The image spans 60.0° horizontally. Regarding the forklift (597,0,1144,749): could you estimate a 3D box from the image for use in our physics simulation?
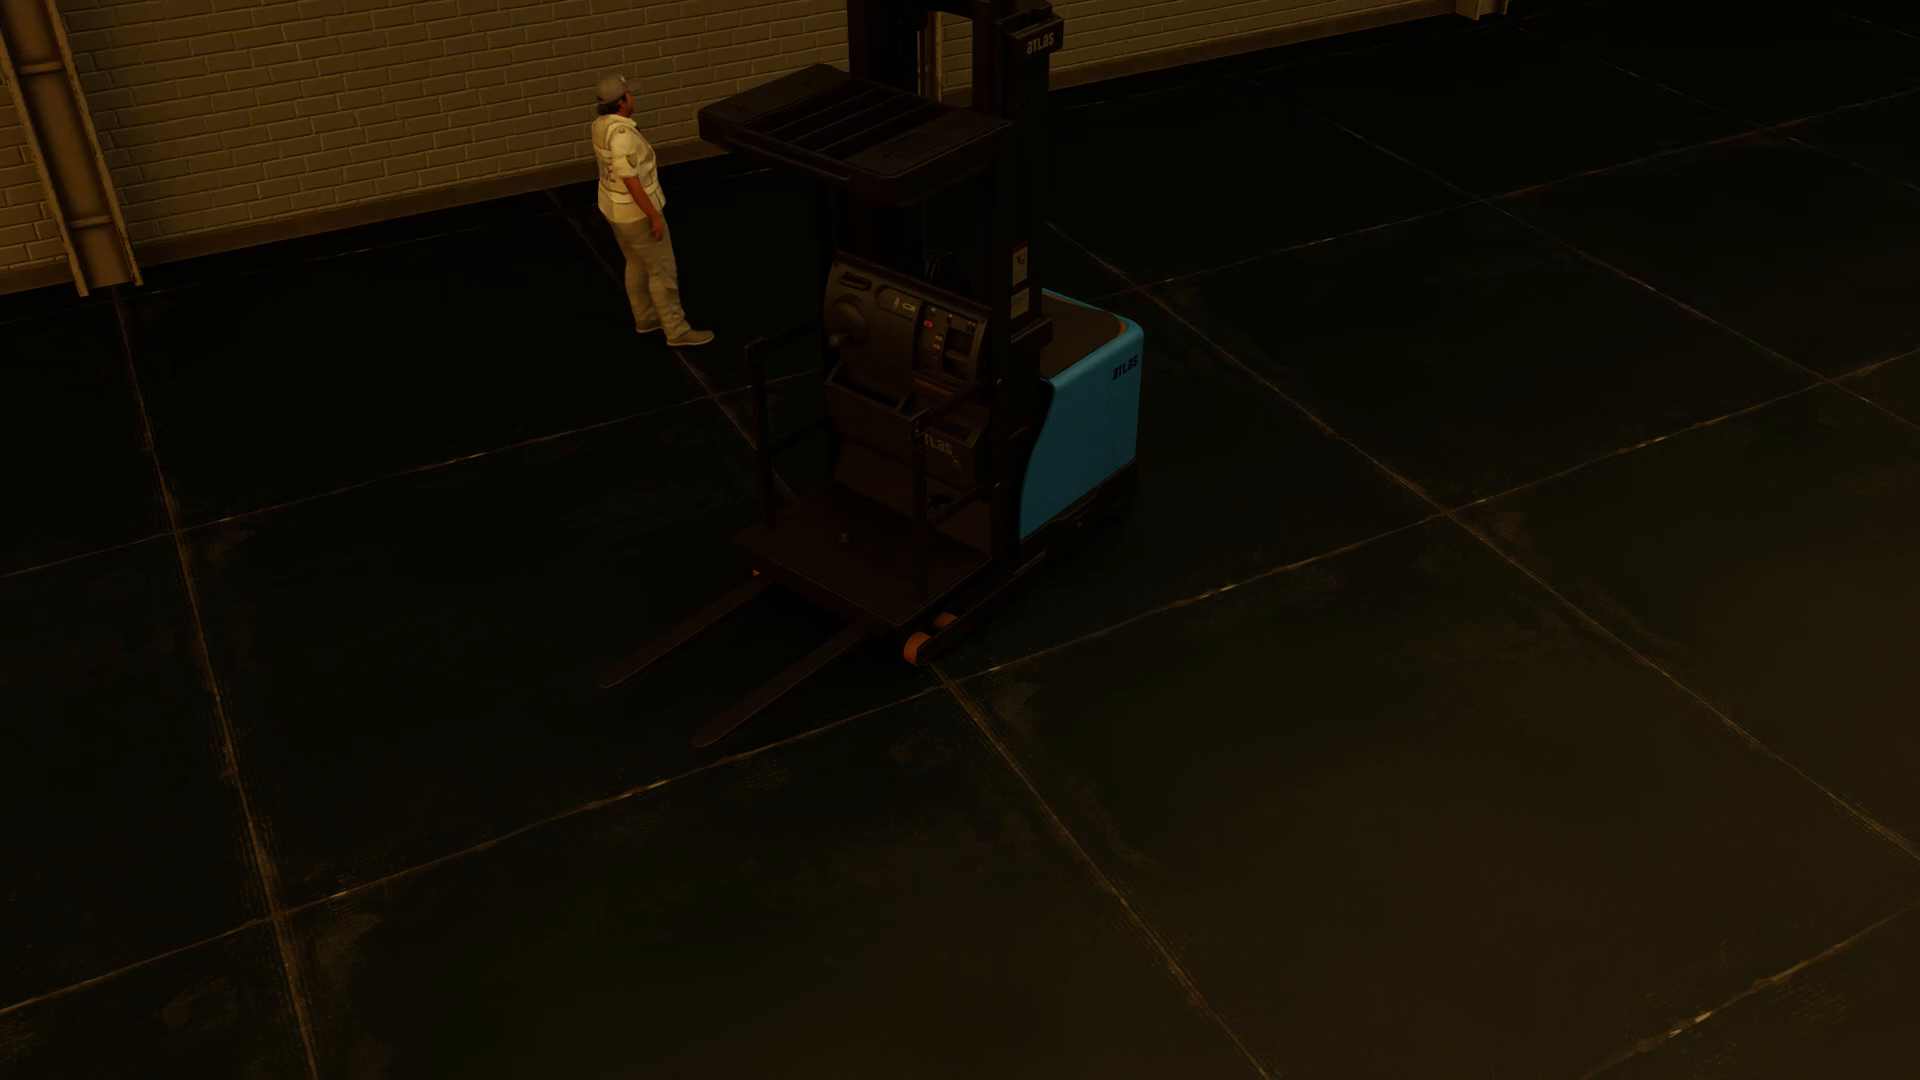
[{"bbox_3d":[-0.390,-0.927,7.434,1.130,2.935,3.031,26,43,31],"label":"forklift"}]

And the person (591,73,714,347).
[{"bbox_3d":[-1.892,-1.994,10.032,0.513,1.672,0.597,-20,40,-25],"label":"person"}]
